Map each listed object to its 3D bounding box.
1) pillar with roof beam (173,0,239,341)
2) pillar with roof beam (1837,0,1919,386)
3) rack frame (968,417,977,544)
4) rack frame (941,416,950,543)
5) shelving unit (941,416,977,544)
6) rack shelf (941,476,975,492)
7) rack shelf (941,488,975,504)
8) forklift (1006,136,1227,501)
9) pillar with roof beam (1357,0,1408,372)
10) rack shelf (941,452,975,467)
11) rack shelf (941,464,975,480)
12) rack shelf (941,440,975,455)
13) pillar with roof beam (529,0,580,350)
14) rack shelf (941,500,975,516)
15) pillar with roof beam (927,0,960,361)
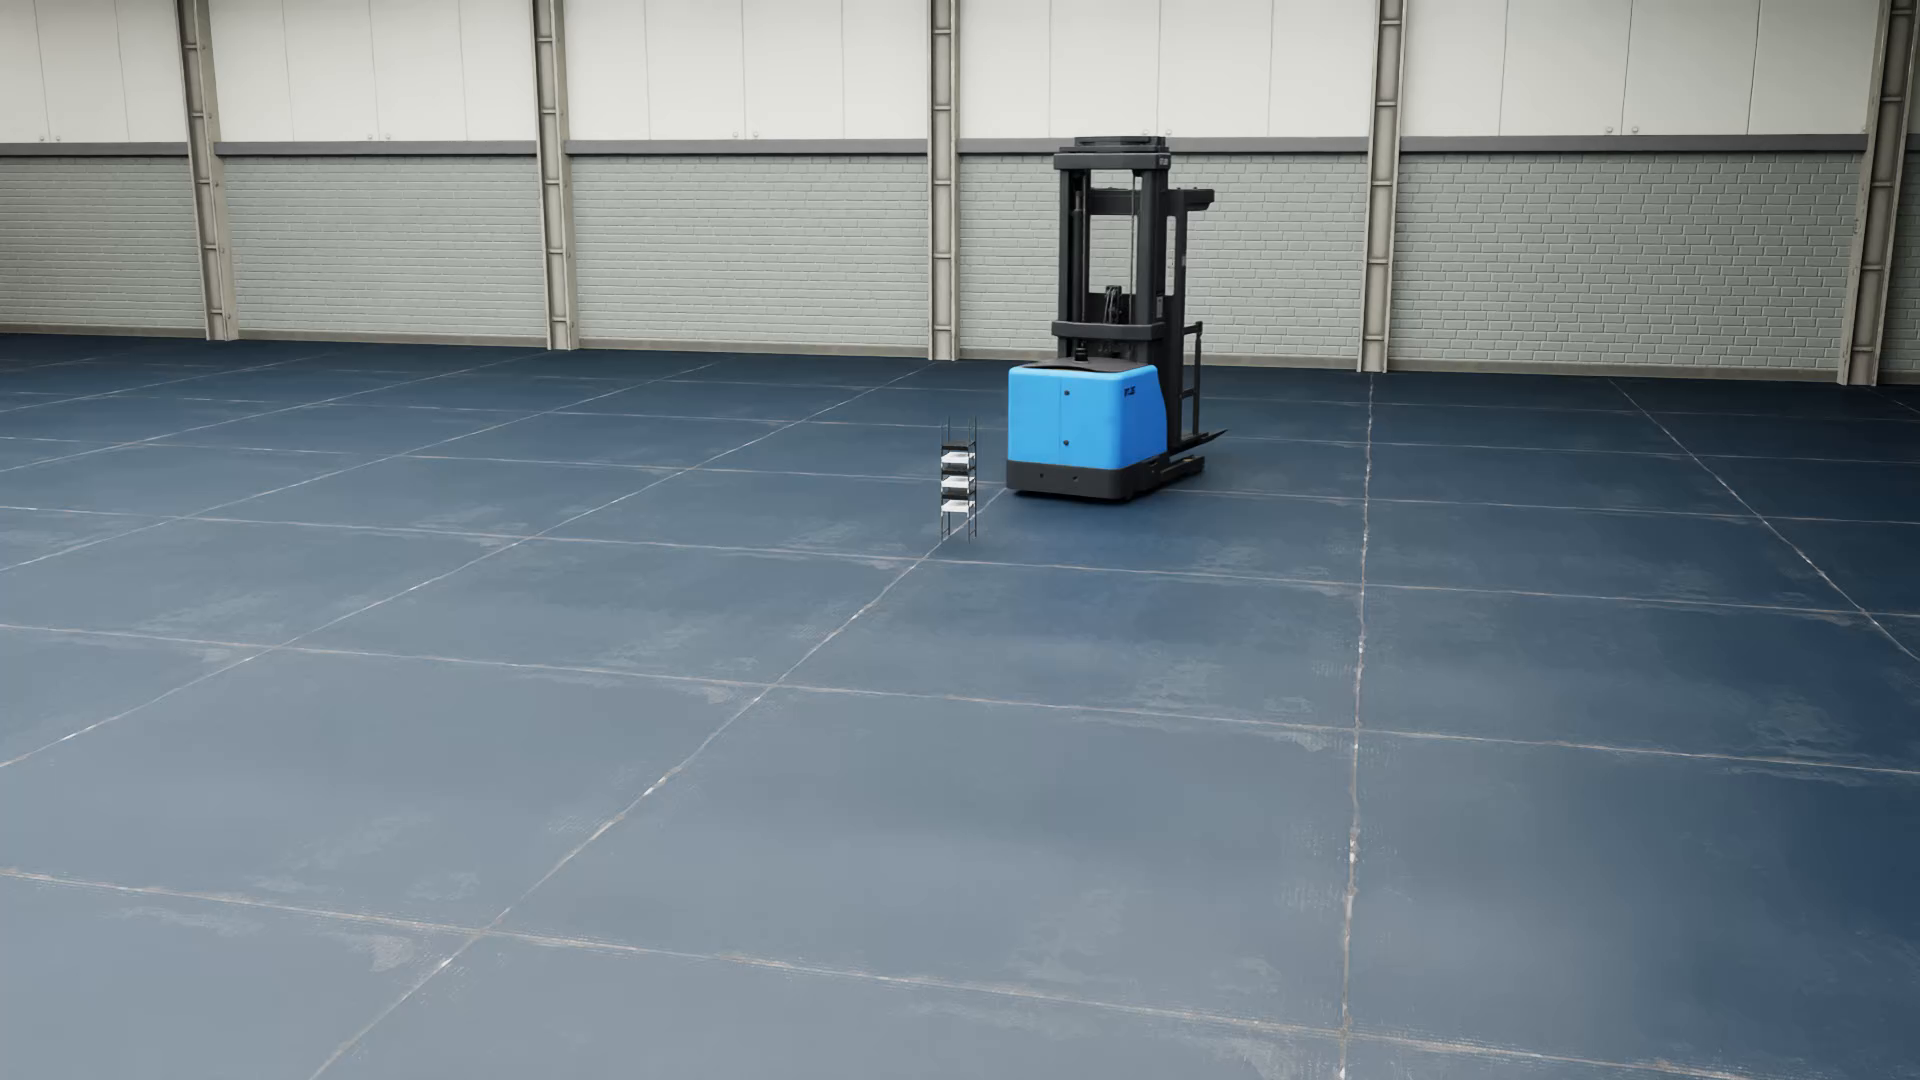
[{"bbox_3d":[-12.909,-6.721,21.753,0.400,9.000,9.100,3,13,14],"label":"pillar with roof beam"},{"bbox_3d":[10.392,-5.476,16.140,0.400,9.000,9.100,3,13,14],"label":"pillar with roof beam"},{"bbox_3d":[0.091,-0.434,12.114,0.006,0.900,0.240,3,13,14],"label":"rack frame"},{"bbox_3d":[-0.107,-0.445,12.162,0.006,0.900,0.240,3,13,14],"label":"rack frame"},{"bbox_3d":[-0.008,-0.440,12.138,0.210,0.900,0.258,3,13,14],"label":"shelving unit"},{"bbox_3d":[-0.008,-0.407,12.145,0.200,0.077,0.258,3,13,14],"label":"rack shelf"},{"bbox_3d":[-0.008,-0.319,12.165,0.200,0.077,0.258,3,13,14],"label":"rack shelf"},{"bbox_3d":[1.539,-2.025,14.596,1.130,2.935,3.031,7,14,28],"label":"forklift"},{"bbox_3d":[4.567,-5.787,17.543,0.400,9.000,9.100,3,13,14],"label":"pillar with roof beam"},{"bbox_3d":[-0.008,-0.583,12.106,0.200,0.077,0.258,3,13,14],"label":"rack shelf"},{"bbox_3d":[-0.008,-0.495,12.126,0.200,0.077,0.258,3,13,14],"label":"rack shelf"},{"bbox_3d":[-0.008,-0.671,12.087,0.200,0.077,0.258,3,13,14],"label":"rack shelf"},{"bbox_3d":[-7.084,-6.410,20.350,0.400,9.000,9.100,3,13,14],"label":"pillar with roof beam"},{"bbox_3d":[-0.008,-0.231,12.184,0.200,0.077,0.258,3,13,14],"label":"rack shelf"},{"bbox_3d":[-1.259,-6.099,18.947,0.400,9.000,9.100,3,13,14],"label":"pillar with roof beam"}]
